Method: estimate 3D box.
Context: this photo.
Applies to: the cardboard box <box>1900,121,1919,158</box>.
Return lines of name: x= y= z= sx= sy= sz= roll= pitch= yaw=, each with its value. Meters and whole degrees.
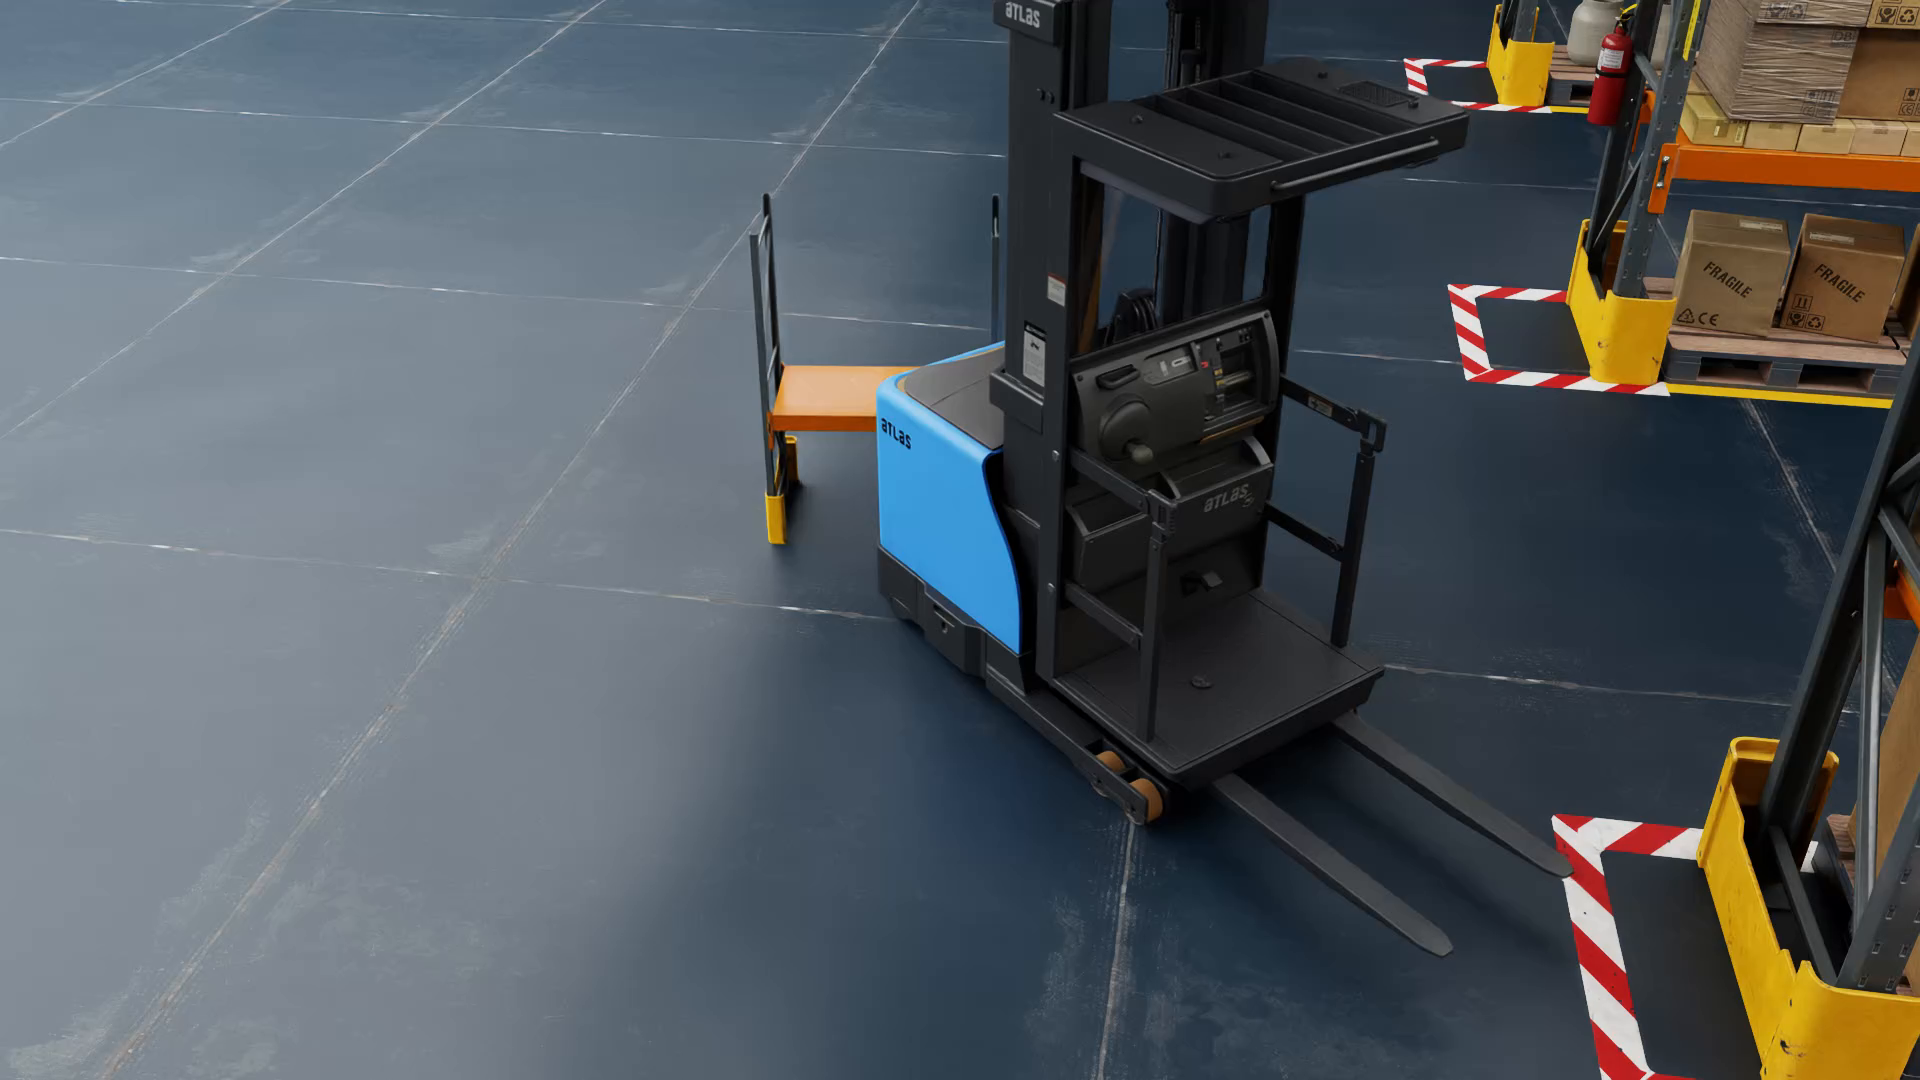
cardboard box: x=4.895 y=-2.080 z=8.483 sx=0.250 sy=0.149 sz=0.380 roll=5 pitch=32 yaw=8

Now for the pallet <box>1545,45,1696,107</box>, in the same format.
pallet: x=5.388 y=-3.788 z=13.603 sx=1.213 sy=0.211 sz=1.003 roll=5 pitch=32 yaw=8

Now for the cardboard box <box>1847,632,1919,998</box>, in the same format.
cardboard box: x=3.418 y=0.897 z=5.097 sx=0.875 sy=0.875 sz=0.875 roll=5 pitch=32 yaw=8

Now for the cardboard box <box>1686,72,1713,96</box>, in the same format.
cardboard box: x=3.988 y=-2.413 z=9.015 sx=0.250 sy=0.149 sz=0.380 roll=5 pitch=32 yaw=8

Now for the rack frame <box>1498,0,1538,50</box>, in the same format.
rack frame: x=4.505 y=-5.027 z=12.955 sx=0.127 sy=3.000 sz=1.000 roll=5 pitch=32 yaw=8

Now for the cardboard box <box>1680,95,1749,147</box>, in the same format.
cardboard box: x=3.913 y=-2.180 z=8.643 sx=0.250 sy=0.149 sz=0.380 roll=5 pitch=32 yaw=8

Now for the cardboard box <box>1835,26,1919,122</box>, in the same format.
cardboard box: x=4.723 y=-2.560 z=8.638 sx=0.500 sy=0.500 sz=0.875 roll=5 pitch=32 yaw=8

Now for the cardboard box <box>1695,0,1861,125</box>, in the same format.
cardboard box: x=4.210 y=-2.542 z=8.609 sx=0.500 sy=0.500 sz=0.875 roll=5 pitch=32 yaw=8

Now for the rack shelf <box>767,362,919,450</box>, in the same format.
rack shelf: x=-0.355 y=-0.617 z=7.661 sx=1.000 sy=0.185 sz=0.538 roll=1 pitch=32 yaw=1

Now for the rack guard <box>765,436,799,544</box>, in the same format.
rack guard: x=-0.844 y=-0.246 z=7.907 sx=0.087 sy=0.250 sz=0.587 roll=1 pitch=32 yaw=1

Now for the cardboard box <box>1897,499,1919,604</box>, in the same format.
cardboard box: x=3.111 y=0.094 z=4.631 sx=0.550 sy=0.550 sz=0.875 roll=5 pitch=32 yaw=8

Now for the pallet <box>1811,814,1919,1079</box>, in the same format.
pallet: x=3.539 y=1.361 z=5.377 sx=1.213 sy=0.211 sz=1.003 roll=5 pitch=32 yaw=8

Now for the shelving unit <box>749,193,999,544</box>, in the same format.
shelving unit: x=-0.346 y=-0.769 z=7.566 sx=1.083 sy=1.500 sz=0.587 roll=1 pitch=32 yaw=1

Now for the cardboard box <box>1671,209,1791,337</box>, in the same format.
cardboard box: x=4.285 y=-1.491 z=9.265 sx=0.500 sy=0.500 sz=0.500 roll=11 pitch=34 yaw=17

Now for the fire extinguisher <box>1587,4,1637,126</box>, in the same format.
fire extinguisher: x=3.637 y=-2.655 z=9.238 sx=0.183 sy=0.674 sz=0.296 roll=5 pitch=32 yaw=8

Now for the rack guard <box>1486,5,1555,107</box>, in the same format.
rack guard: x=4.588 y=-3.986 z=13.646 sx=0.348 sy=0.500 sz=1.175 roll=5 pitch=32 yaw=8

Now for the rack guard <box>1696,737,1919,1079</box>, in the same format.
rack guard: x=2.714 y=1.206 z=5.353 sx=0.348 sy=0.500 sz=1.175 roll=5 pitch=32 yaw=8

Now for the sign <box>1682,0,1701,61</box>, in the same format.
sign: x=3.581 y=-2.520 z=8.133 sx=0.005 sy=0.325 sz=0.100 roll=5 pitch=32 yaw=8

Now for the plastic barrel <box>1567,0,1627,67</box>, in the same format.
plastic barrel: x=5.167 y=-4.132 z=13.473 sx=0.421 sy=0.512 sz=0.421 roll=0 pitch=32 yaw=0

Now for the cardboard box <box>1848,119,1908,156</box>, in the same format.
cardboard box: x=4.650 y=-2.106 z=8.525 sx=0.250 sy=0.149 sz=0.380 roll=5 pitch=32 yaw=8

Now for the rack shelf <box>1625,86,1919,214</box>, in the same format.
rack shelf: x=5.644 y=-1.953 z=8.722 sx=4.000 sy=0.370 sz=1.077 roll=5 pitch=32 yaw=8

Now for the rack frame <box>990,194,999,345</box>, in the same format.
rack frame: x=0.153 y=-0.763 z=7.556 sx=0.032 sy=1.500 sz=0.500 roll=1 pitch=32 yaw=1

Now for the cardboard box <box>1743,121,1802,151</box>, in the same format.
cardboard box: x=4.156 y=-2.148 z=8.591 sx=0.250 sy=0.149 sz=0.380 roll=5 pitch=32 yaw=8

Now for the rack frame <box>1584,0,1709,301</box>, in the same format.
rack frame: x=3.672 y=-2.437 z=8.816 sx=0.127 sy=3.000 sz=1.000 roll=5 pitch=32 yaw=8

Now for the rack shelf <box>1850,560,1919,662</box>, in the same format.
rack shelf: x=4.710 y=0.632 z=4.592 sx=4.000 sy=0.370 sz=1.077 roll=5 pitch=32 yaw=8

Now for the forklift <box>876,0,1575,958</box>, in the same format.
forklift: x=0.906 y=-0.496 z=5.780 sx=1.130 sy=2.935 sz=3.031 roll=-21 pitch=38 yaw=-30

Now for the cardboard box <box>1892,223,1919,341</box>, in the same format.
cardboard box: x=5.494 y=-1.390 z=9.103 sx=0.500 sy=0.500 sz=0.500 roll=8 pitch=33 yaw=13

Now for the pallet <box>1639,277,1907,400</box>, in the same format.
pallet: x=4.542 y=-1.157 z=9.400 sx=1.213 sy=0.211 sz=1.003 roll=5 pitch=32 yaw=8

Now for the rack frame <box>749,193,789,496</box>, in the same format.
rack frame: x=-0.863 y=-0.776 z=7.576 sx=0.032 sy=1.500 sz=0.500 roll=1 pitch=32 yaw=1

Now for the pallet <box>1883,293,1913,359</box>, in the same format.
pallet: x=5.741 y=-1.047 z=9.224 sx=1.213 sy=0.211 sz=1.003 roll=5 pitch=32 yaw=8

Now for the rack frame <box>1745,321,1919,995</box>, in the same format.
rack frame: x=2.738 y=0.148 z=4.686 sx=0.127 sy=3.000 sz=1.000 roll=5 pitch=32 yaw=8

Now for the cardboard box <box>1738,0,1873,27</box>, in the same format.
cardboard box: x=4.168 y=-2.838 z=8.139 sx=0.500 sy=0.500 sz=0.500 roll=5 pitch=32 yaw=8

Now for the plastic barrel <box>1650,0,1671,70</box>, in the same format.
plastic barrel: x=5.661 y=-4.087 z=13.402 sx=0.421 sy=0.512 sz=0.421 roll=0 pitch=32 yaw=0

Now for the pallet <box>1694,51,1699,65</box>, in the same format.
pallet: x=6.587 y=-3.678 z=13.427 sx=1.213 sy=0.211 sz=1.003 roll=5 pitch=32 yaw=8

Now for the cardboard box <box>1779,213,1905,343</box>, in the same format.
cardboard box: x=4.880 y=-1.455 z=9.208 sx=0.500 sy=0.500 sz=0.500 roll=14 pitch=35 yaw=21

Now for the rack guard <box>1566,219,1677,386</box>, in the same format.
rack guard: x=3.747 y=-1.371 z=9.469 sx=0.348 sy=0.500 sz=1.175 roll=5 pitch=32 yaw=8

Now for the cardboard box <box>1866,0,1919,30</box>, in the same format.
cardboard box: x=4.660 y=-2.789 z=8.062 sx=0.500 sy=0.500 sz=0.500 roll=5 pitch=32 yaw=8

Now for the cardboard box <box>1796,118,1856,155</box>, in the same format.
cardboard box: x=4.400 y=-2.118 z=8.543 sx=0.250 sy=0.149 sz=0.380 roll=5 pitch=32 yaw=8
